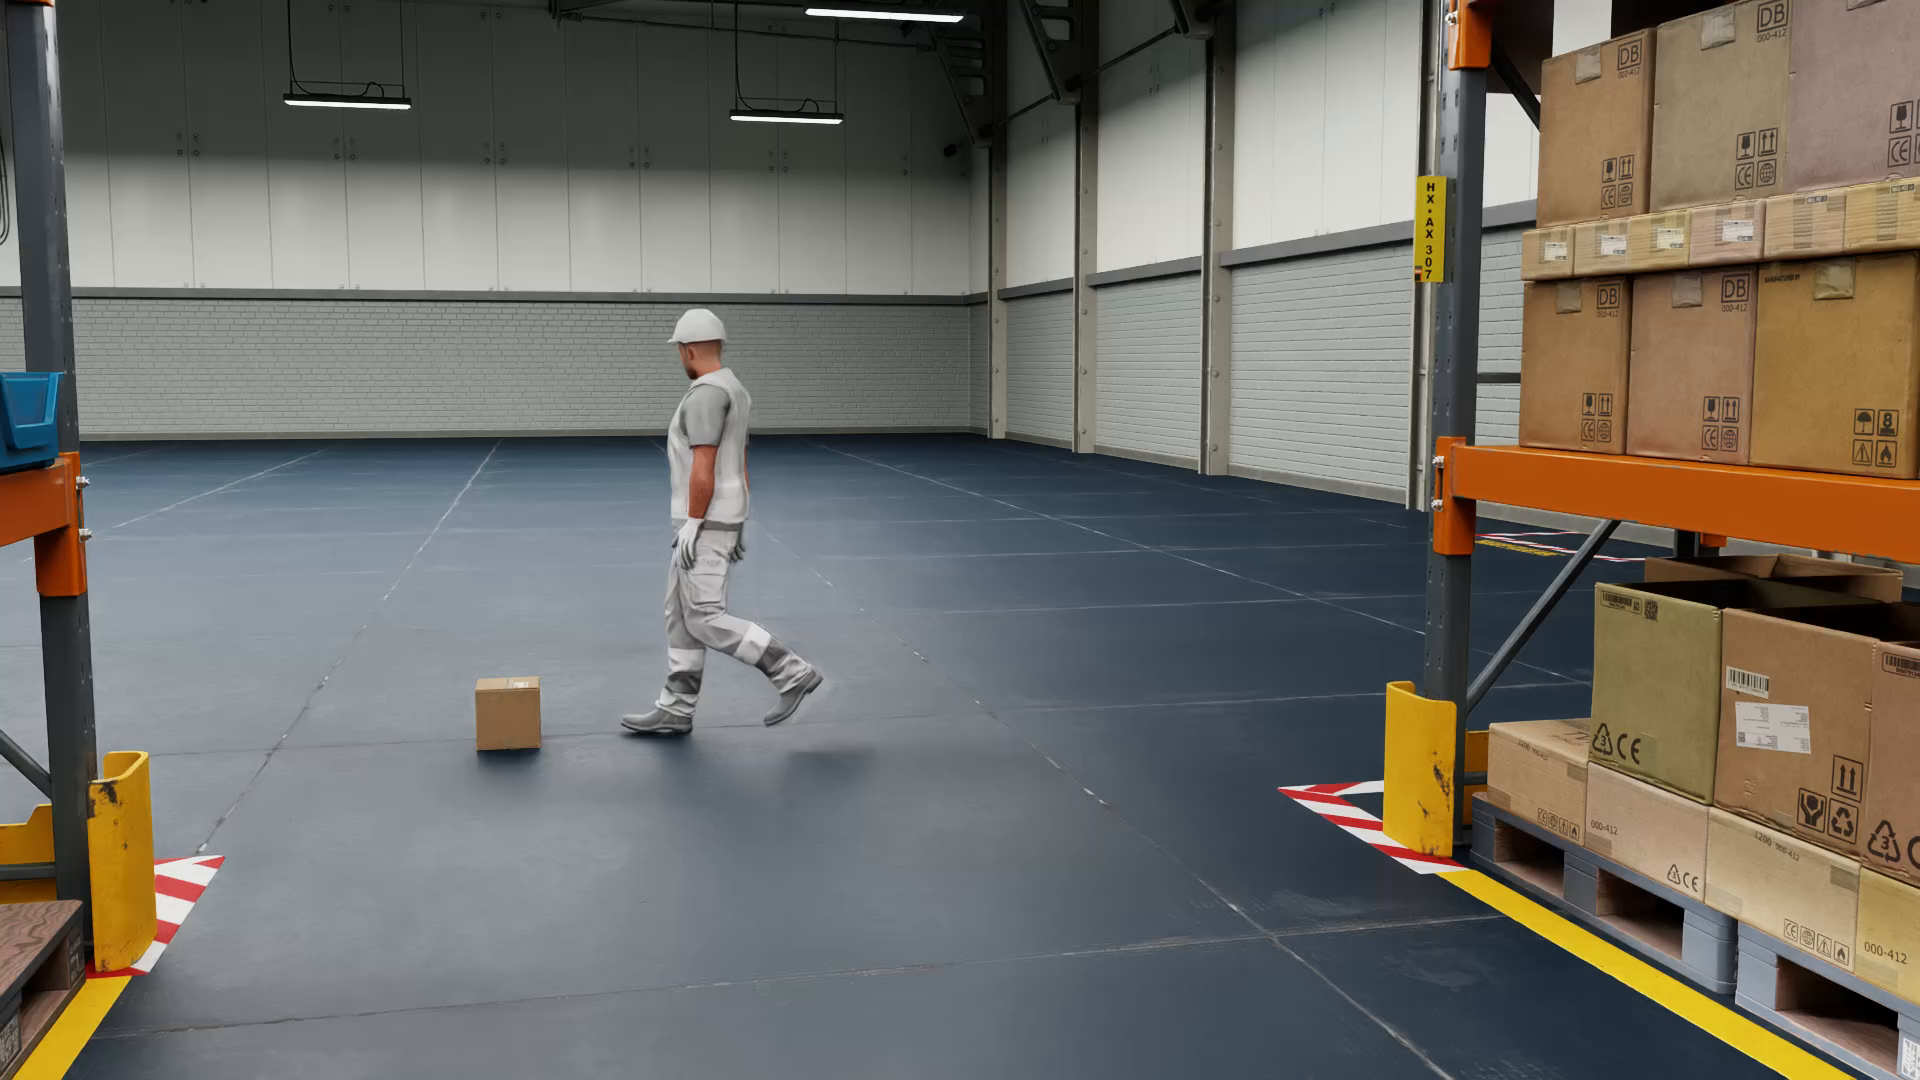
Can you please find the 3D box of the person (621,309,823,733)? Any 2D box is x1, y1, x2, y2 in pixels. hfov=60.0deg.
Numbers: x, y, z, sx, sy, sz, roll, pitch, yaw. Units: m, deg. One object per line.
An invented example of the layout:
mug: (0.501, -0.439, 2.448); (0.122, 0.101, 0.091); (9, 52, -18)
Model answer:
person: (-0.999, -0.064, 6.884); (0.873, 1.769, 0.557); (0, 6, 1)
